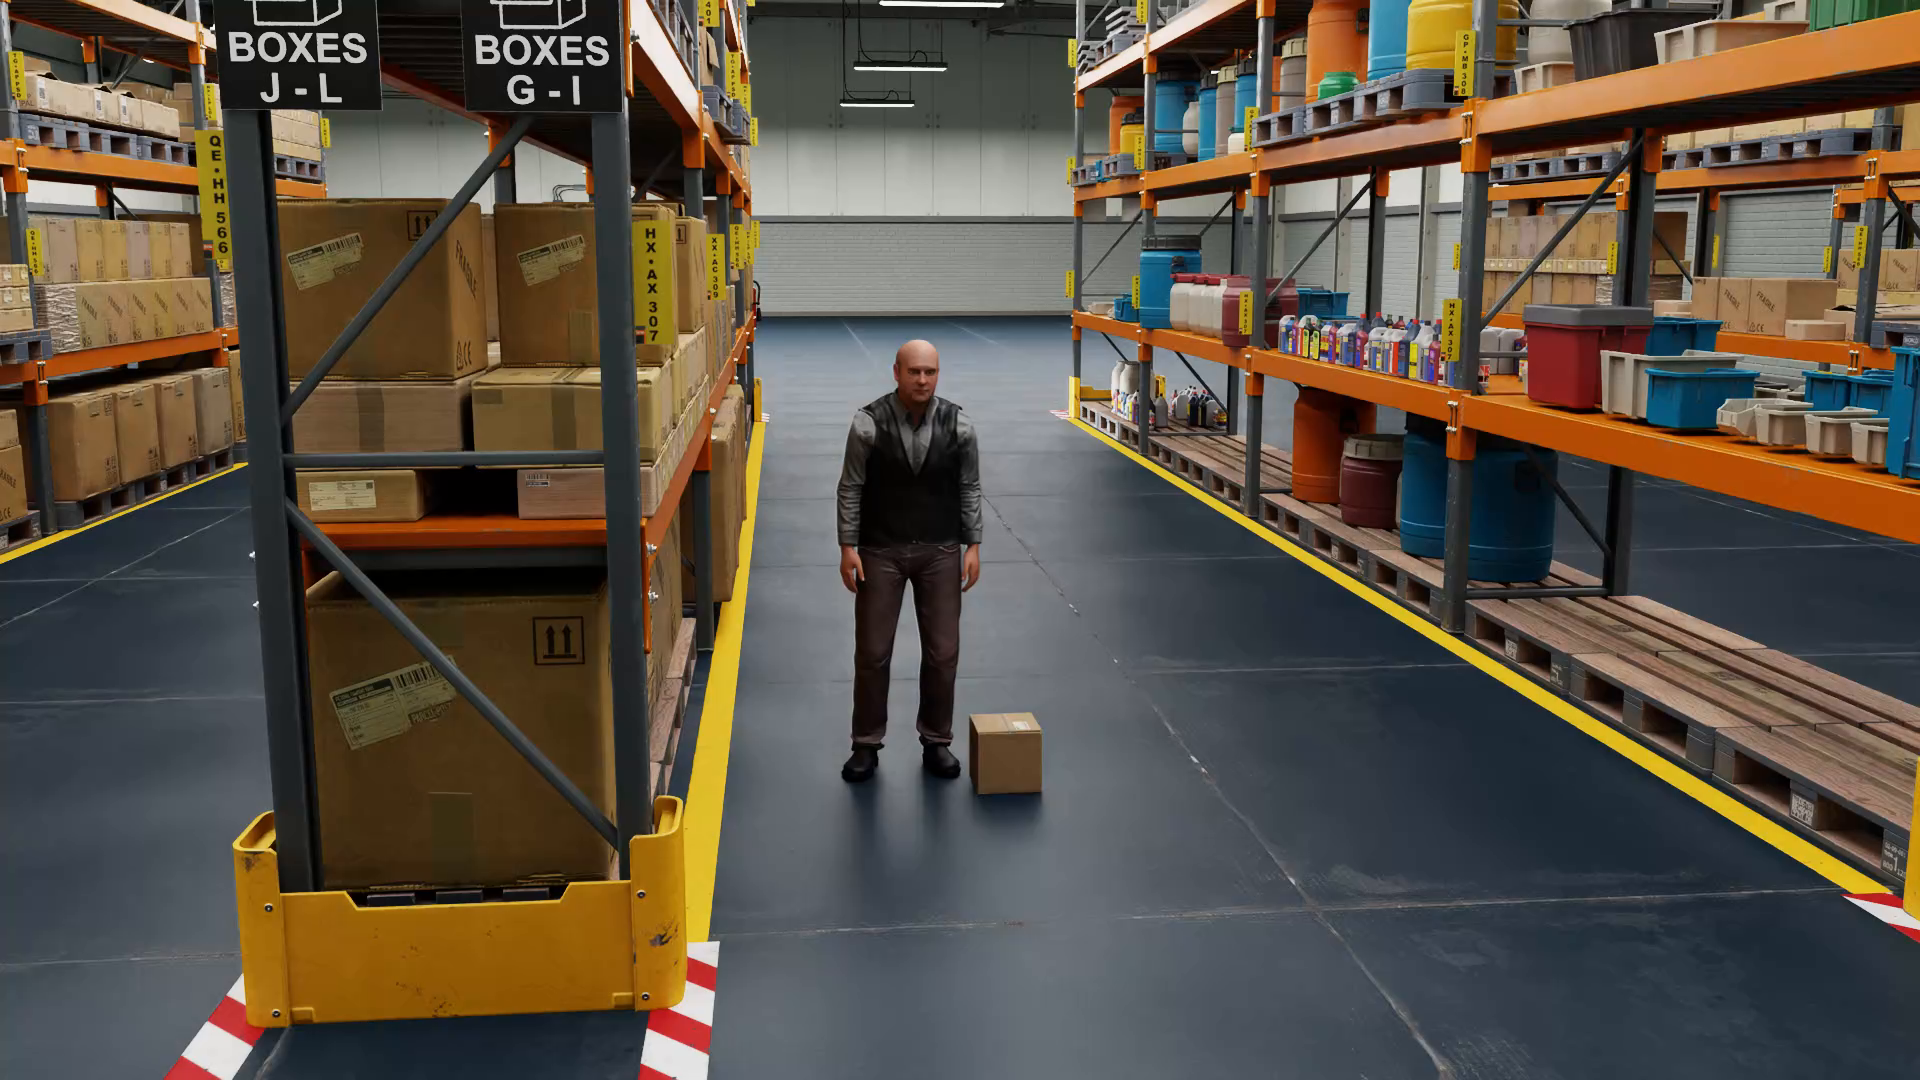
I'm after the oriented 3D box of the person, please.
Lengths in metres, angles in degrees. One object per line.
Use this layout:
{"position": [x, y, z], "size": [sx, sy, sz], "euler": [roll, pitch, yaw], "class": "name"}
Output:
{"position": [-0.199, 0.065, 6.599], "size": [0.585, 1.720, 0.419], "euler": [-2, 10, -9], "class": "person"}
